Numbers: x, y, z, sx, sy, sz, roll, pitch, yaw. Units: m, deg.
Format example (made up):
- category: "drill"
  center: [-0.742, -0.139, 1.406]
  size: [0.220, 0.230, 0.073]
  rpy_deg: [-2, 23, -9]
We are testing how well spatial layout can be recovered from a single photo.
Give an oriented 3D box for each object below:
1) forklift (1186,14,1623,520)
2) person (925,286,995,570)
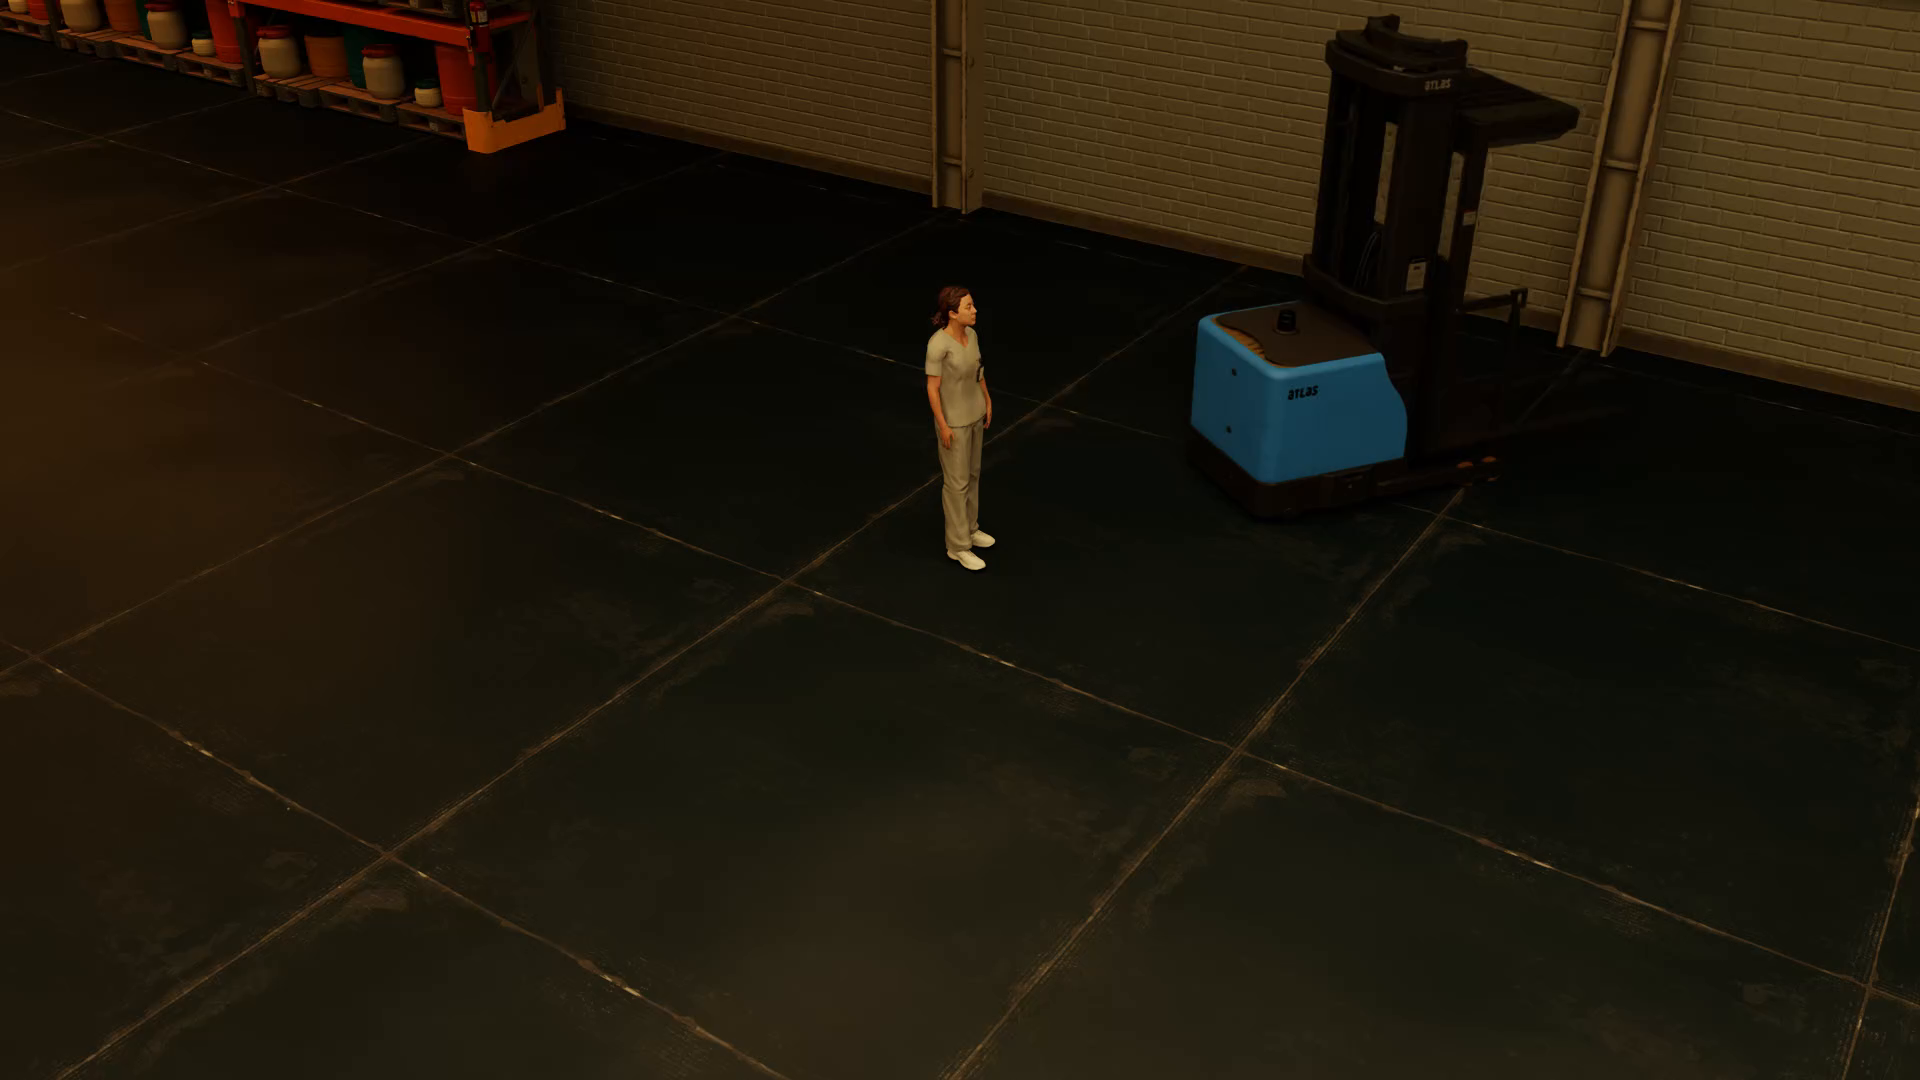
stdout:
- category: "forklift"
  center: [3.112, -1.859, 10.782]
  size: [3.031, 2.935, 1.130]
  rpy_deg: [-11, 32, -19]
- category: "person"
  center: [0.054, -0.705, 10.031]
  size: [0.549, 1.675, 0.550]
  rpy_deg: [19, 35, 29]
